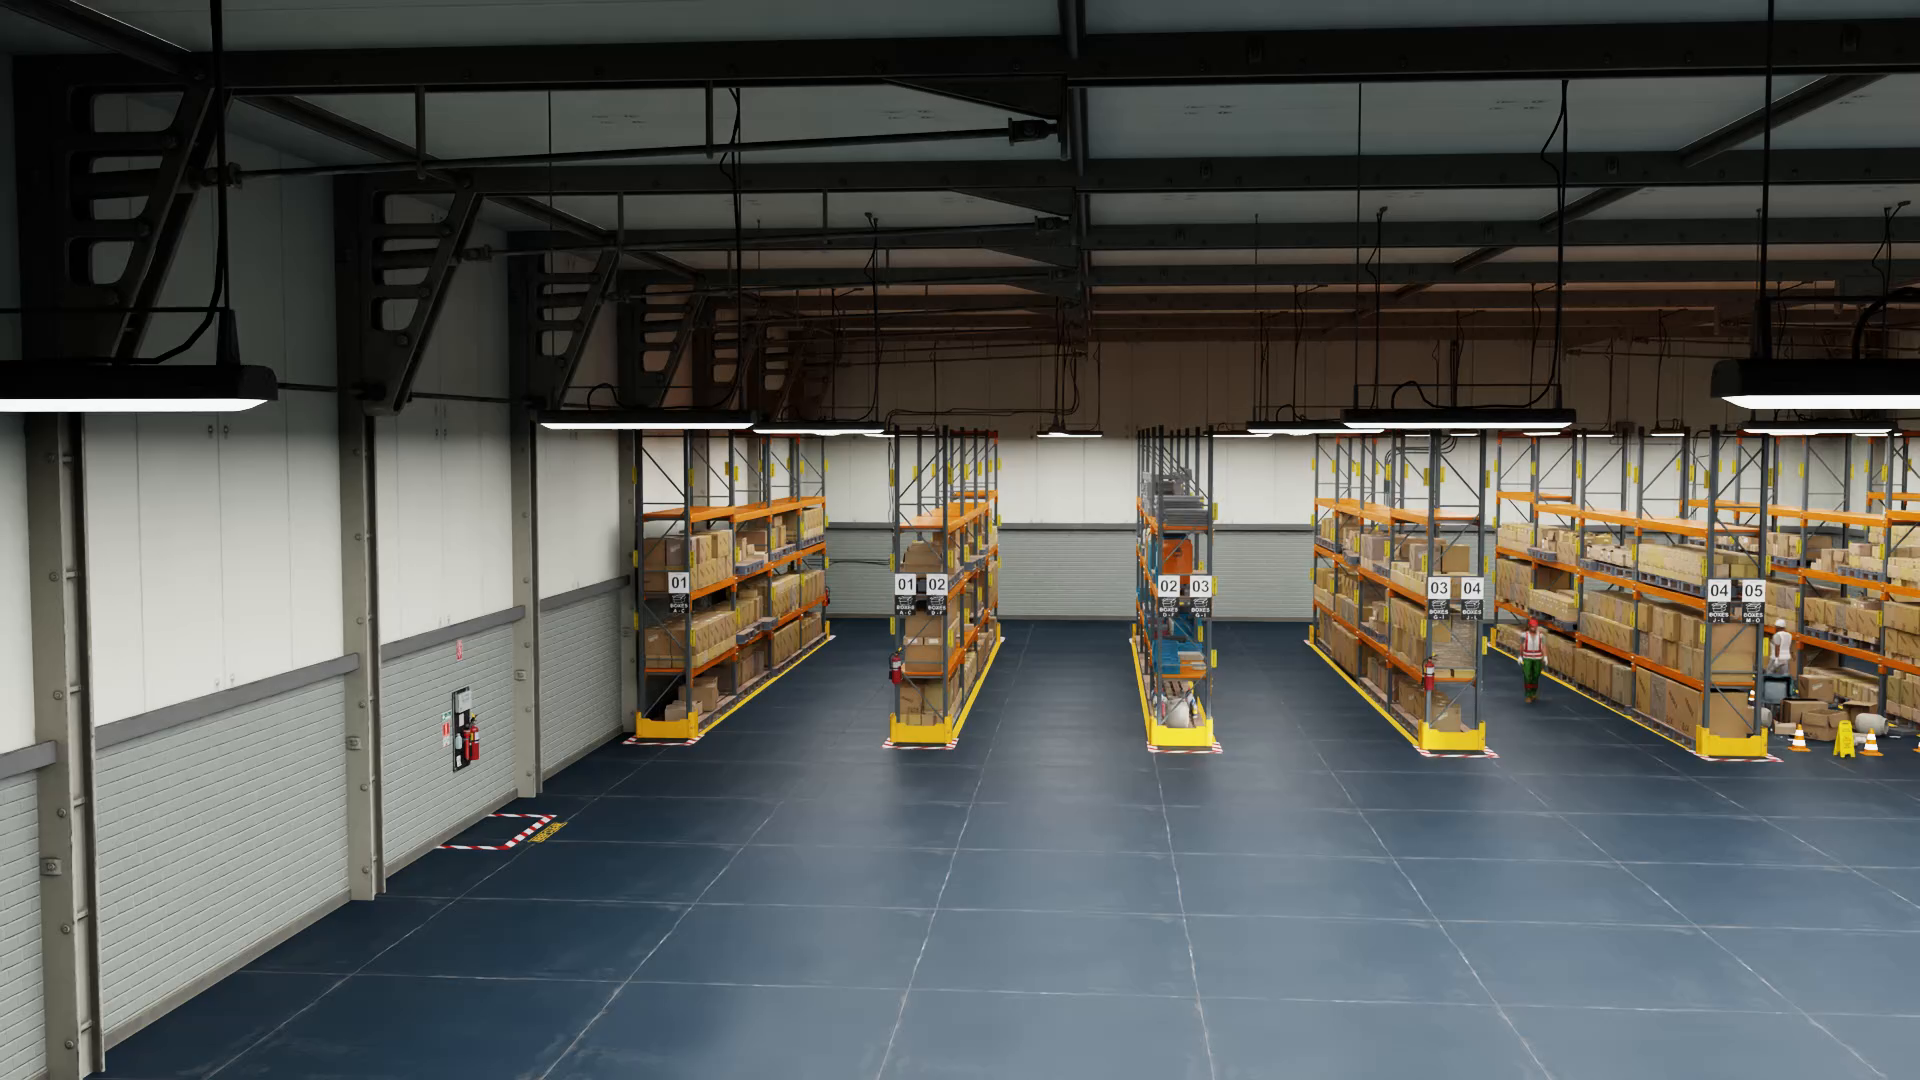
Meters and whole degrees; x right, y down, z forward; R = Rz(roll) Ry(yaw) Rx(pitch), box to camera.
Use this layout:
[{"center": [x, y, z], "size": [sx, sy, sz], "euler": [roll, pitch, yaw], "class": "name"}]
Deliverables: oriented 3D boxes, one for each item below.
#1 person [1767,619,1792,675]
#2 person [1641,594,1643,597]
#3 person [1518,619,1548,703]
[{"center": [18.047, 2.658, 36.503], "size": [0.529, 1.817, 0.556], "euler": [0, 3, -3], "class": "person"}, {"center": [18.415, 2.195, 45.130], "size": [0.467, 1.581, 0.976], "euler": [-3, 5, -43], "class": "person"}, {"center": [12.568, 2.653, 36.484], "size": [0.601, 1.835, 0.545], "euler": [1, 3, 11], "class": "person"}]
